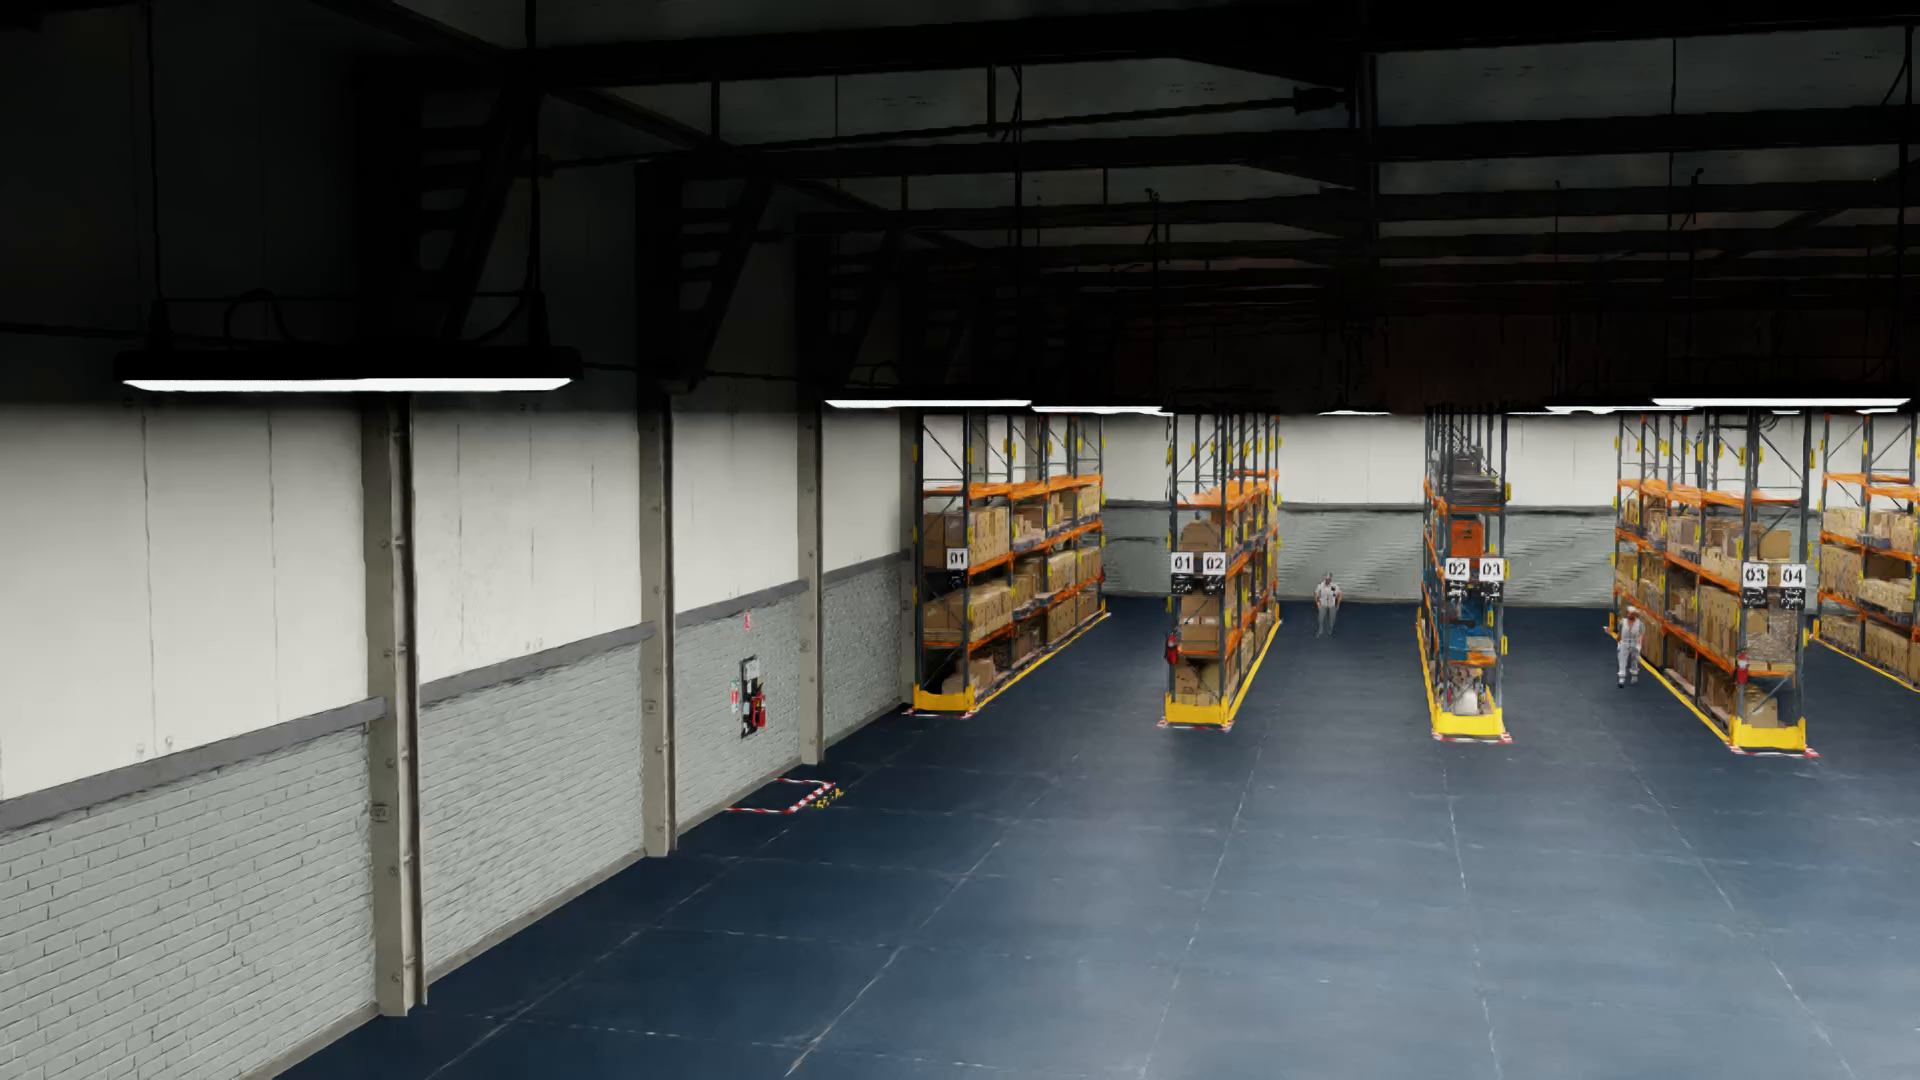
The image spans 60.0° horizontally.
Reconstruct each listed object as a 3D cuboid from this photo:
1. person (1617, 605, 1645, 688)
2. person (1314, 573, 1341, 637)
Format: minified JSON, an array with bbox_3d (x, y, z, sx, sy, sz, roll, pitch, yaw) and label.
[{"bbox_3d":[14.212,2.245,35.229,0.534,1.726,1.038,2,5,24],"label":"person"},{"bbox_3d":[9.556,1.679,43.243,0.682,1.715,0.536,1,4,12],"label":"person"}]
